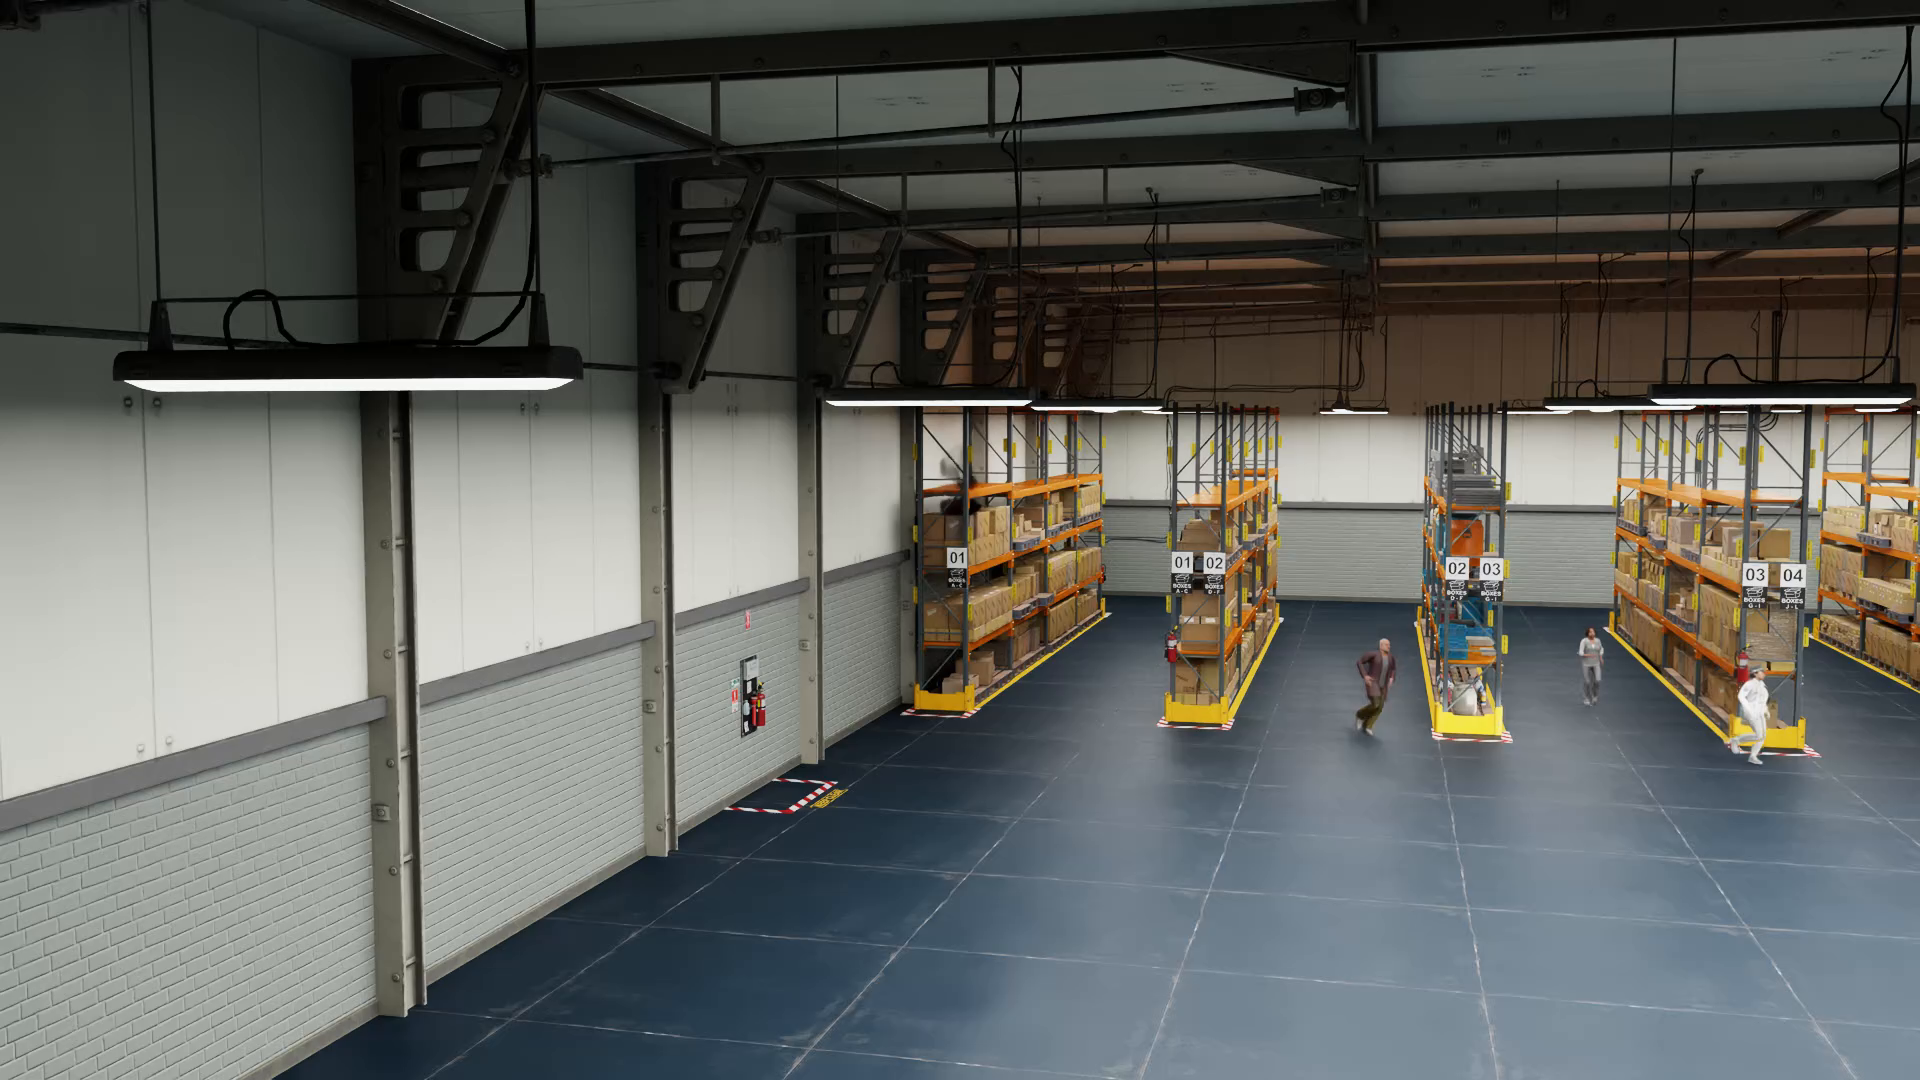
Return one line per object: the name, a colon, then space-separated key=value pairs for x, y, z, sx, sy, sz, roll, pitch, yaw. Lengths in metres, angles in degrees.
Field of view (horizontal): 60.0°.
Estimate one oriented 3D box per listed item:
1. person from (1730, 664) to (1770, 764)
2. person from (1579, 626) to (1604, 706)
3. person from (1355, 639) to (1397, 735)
person: x=13.218 y=2.868 z=27.655 sx=0.658 sy=1.621 sz=0.590 roll=-3 pitch=5 yaw=-35
person: x=12.482 y=2.493 z=32.855 sx=0.512 sy=1.570 sz=0.636 roll=1 pitch=4 yaw=8
person: x=7.590 y=2.700 z=30.183 sx=0.726 sy=1.642 sz=0.607 roll=-2 pitch=5 yaw=-23
